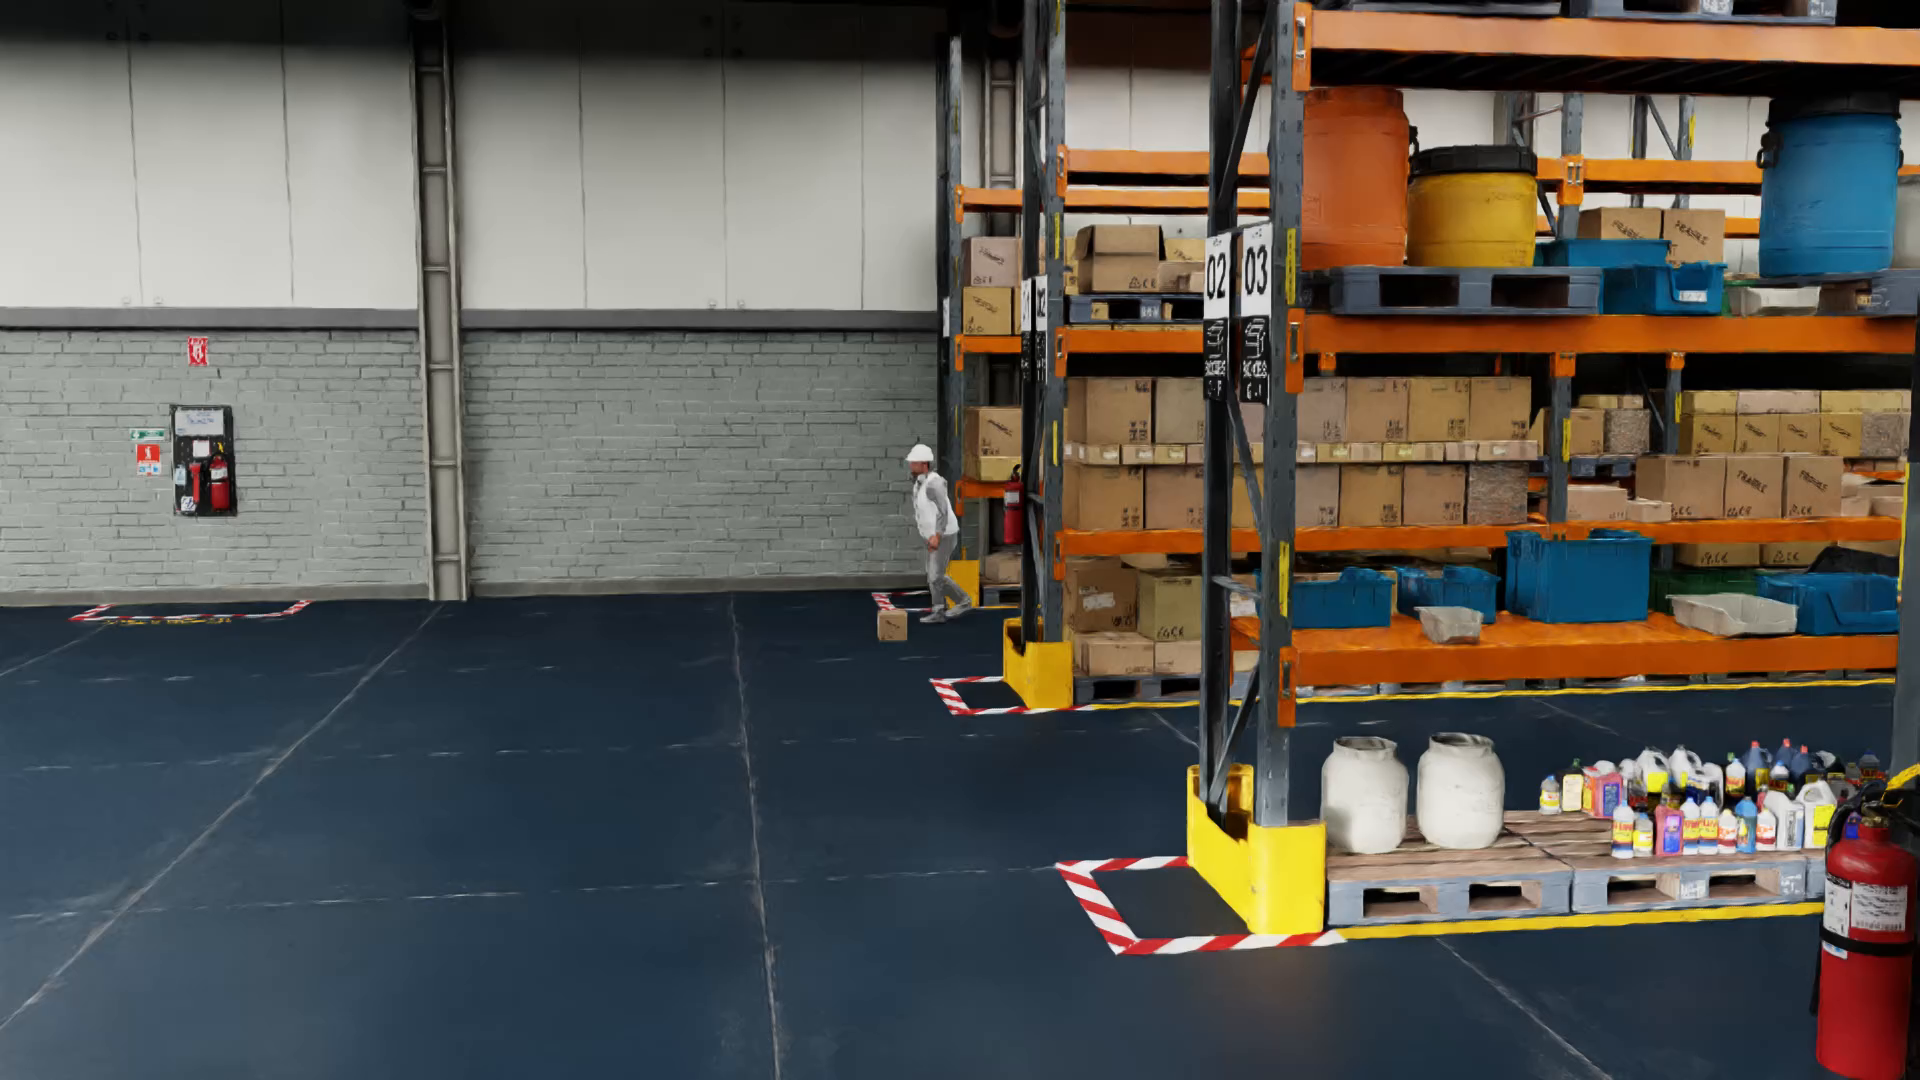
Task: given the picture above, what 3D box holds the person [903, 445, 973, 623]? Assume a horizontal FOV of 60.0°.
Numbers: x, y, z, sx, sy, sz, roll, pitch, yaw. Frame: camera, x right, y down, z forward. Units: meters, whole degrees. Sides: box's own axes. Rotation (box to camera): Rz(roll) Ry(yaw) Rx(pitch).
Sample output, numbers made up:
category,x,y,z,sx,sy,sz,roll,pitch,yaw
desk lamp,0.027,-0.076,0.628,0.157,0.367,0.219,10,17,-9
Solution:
category,x,y,z,sx,sy,sz,roll,pitch,yaw
person,-0.227,-0.054,16.135,0.670,1.751,0.546,-3,7,-27
